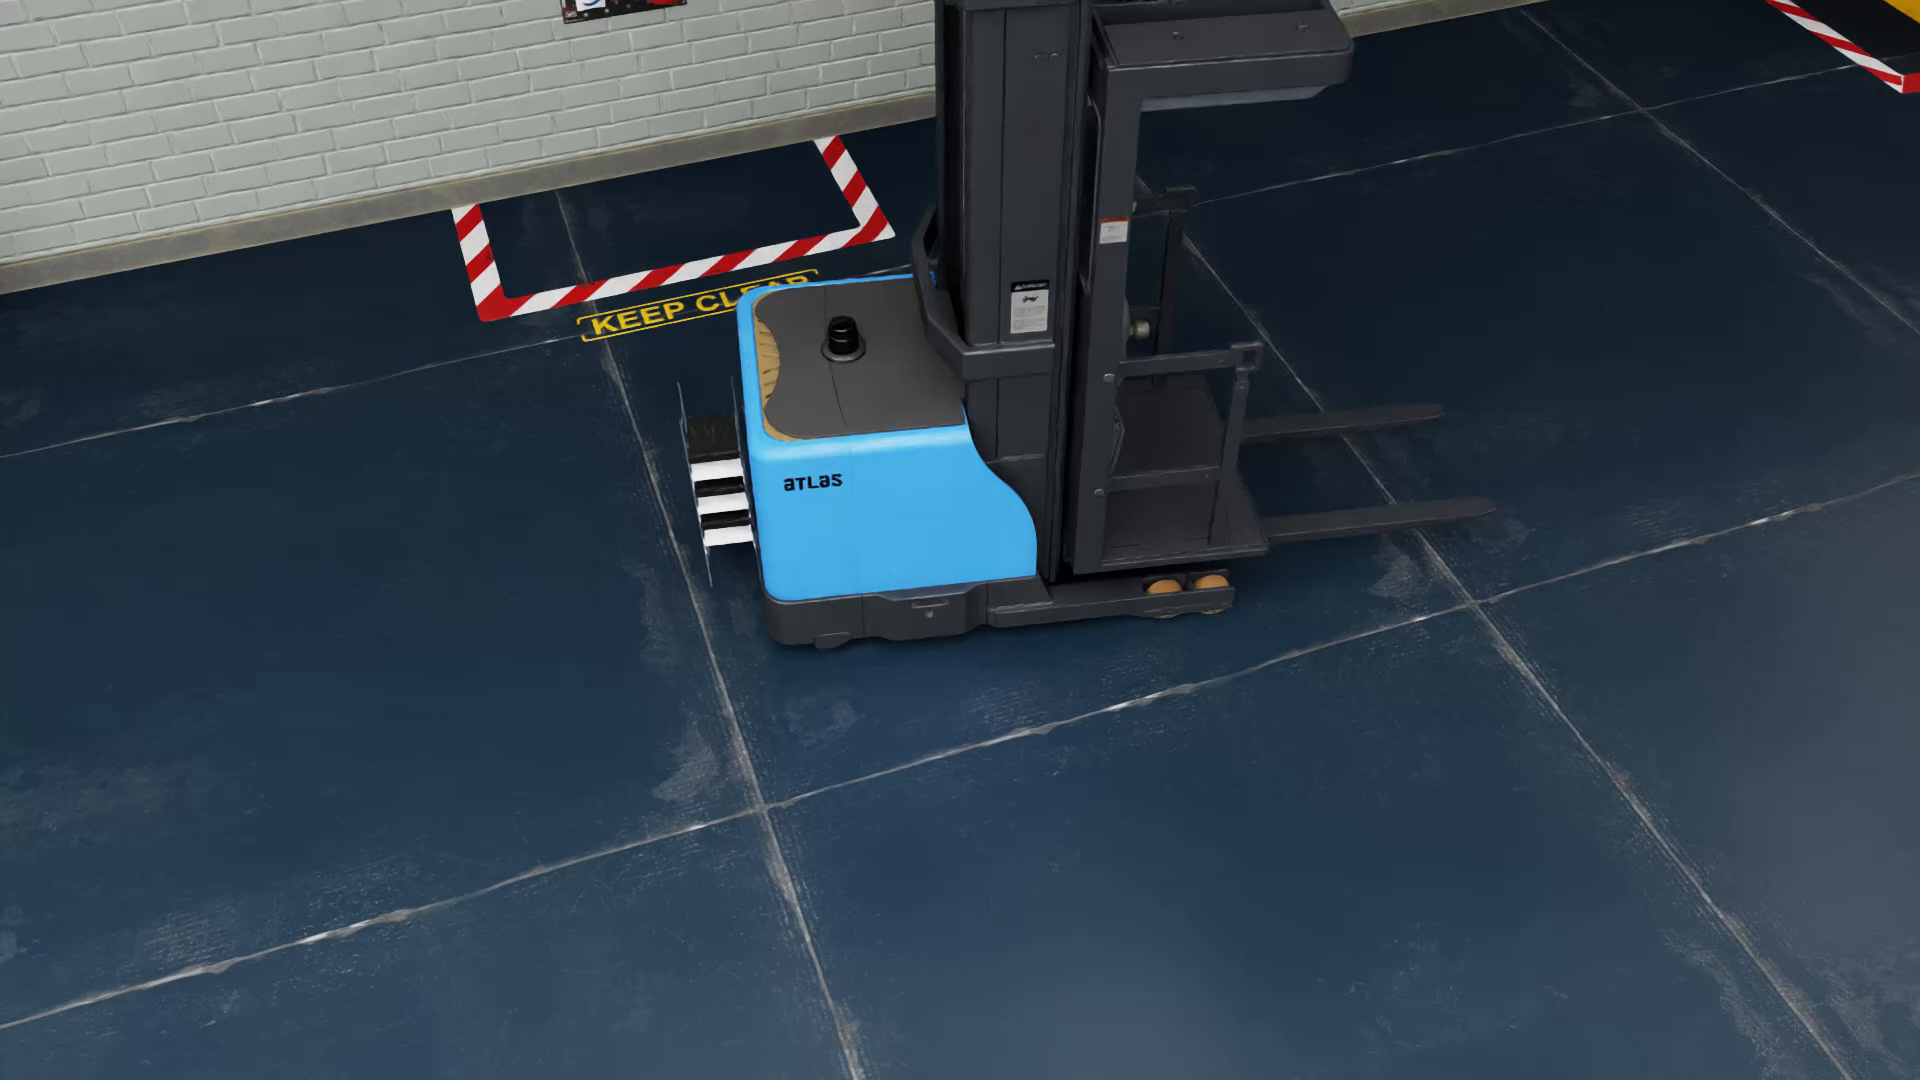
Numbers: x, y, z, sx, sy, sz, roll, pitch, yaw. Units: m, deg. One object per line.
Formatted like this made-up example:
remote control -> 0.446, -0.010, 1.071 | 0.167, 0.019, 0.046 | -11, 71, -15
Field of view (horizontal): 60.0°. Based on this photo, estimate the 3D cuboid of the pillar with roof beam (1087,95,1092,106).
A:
pillar with roof beam -> 2.146, -2.838, 3.535 | 0.400, 9.000, 9.100 | -14, 47, -14

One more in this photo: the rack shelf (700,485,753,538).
rack shelf -> -0.950, -0.133, 6.727 | 0.200, 0.077, 0.258 | -7, 46, -5

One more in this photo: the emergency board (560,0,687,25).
emergency board -> -1.653, -3.019, 7.951 | 0.643, 1.169, 0.194 | -14, 47, -14

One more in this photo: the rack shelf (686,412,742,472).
rack shelf -> -0.959, -0.386, 6.471 | 0.200, 0.077, 0.258 | -7, 46, -5

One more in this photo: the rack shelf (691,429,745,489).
rack shelf -> -0.957, -0.323, 6.535 | 0.200, 0.077, 0.258 | -7, 46, -5

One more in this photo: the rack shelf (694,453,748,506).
rack shelf -> -0.955, -0.260, 6.599 | 0.200, 0.077, 0.258 | -7, 46, -5

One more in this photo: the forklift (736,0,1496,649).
forklift -> 0.670, -1.082, 6.068 | 3.031, 2.935, 1.130 | -6, 45, -6

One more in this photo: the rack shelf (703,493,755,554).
rack shelf -> -0.948, -0.070, 6.791 | 0.200, 0.077, 0.258 | -7, 46, -5

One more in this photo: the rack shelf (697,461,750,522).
rack shelf -> -0.953, -0.196, 6.663 | 0.200, 0.077, 0.258 | -7, 46, -5

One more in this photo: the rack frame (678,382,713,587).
rack frame -> -1.054, -0.207, 6.630 | 0.006, 0.900, 0.240 | -7, 46, -5

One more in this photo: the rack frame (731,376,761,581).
rack frame -> -0.853, -0.232, 6.649 | 0.006, 0.900, 0.240 | -7, 46, -5

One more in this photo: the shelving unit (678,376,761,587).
shelving unit -> -0.953, -0.220, 6.640 | 0.210, 0.900, 0.258 | -7, 46, -5

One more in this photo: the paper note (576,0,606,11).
paper note -> -1.843, -2.712, 8.266 | 0.142, 0.148, 0.016 | -14, 47, -14
